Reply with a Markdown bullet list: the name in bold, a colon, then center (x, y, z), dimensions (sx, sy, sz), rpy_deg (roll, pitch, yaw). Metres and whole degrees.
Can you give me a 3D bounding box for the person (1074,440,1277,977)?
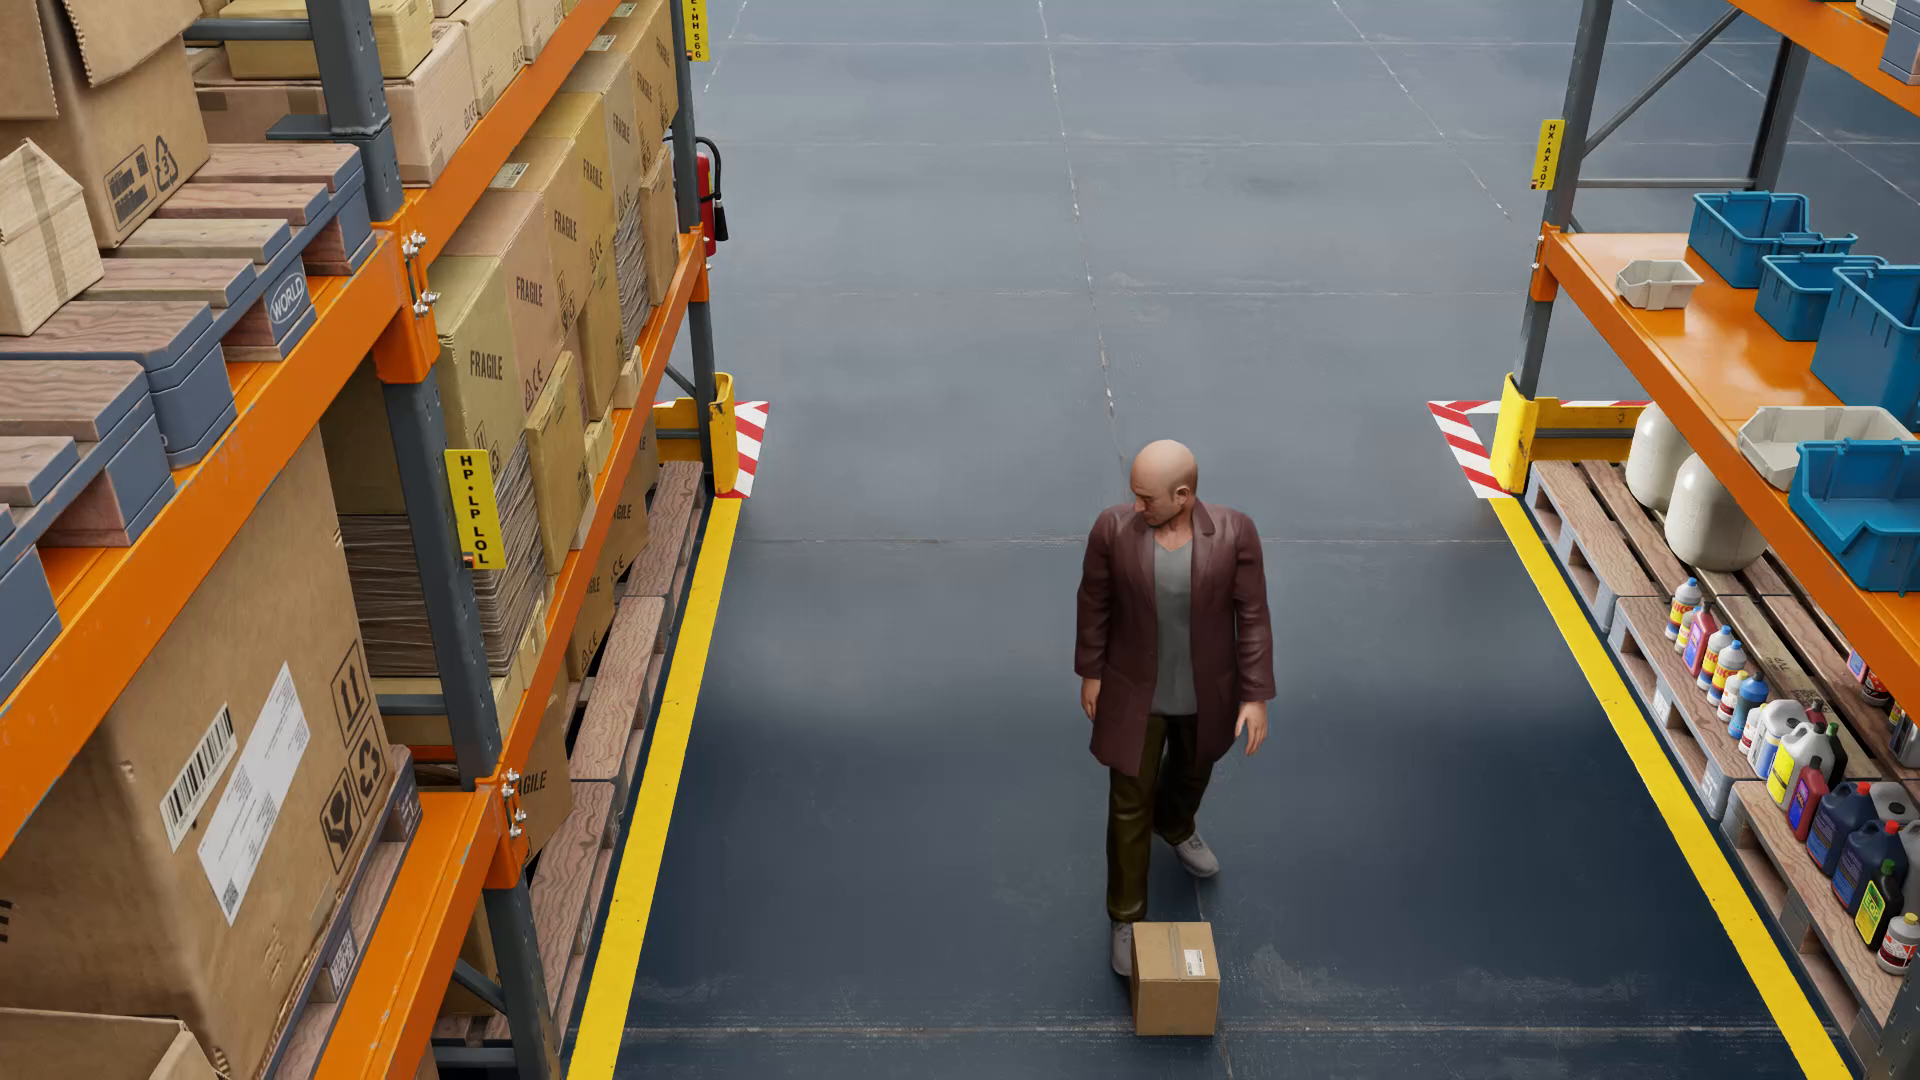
- **person**: center (0.682, 0.497, 5.309), dimensions (0.623, 1.767, 0.816), rpy_deg (0, 31, 0)
